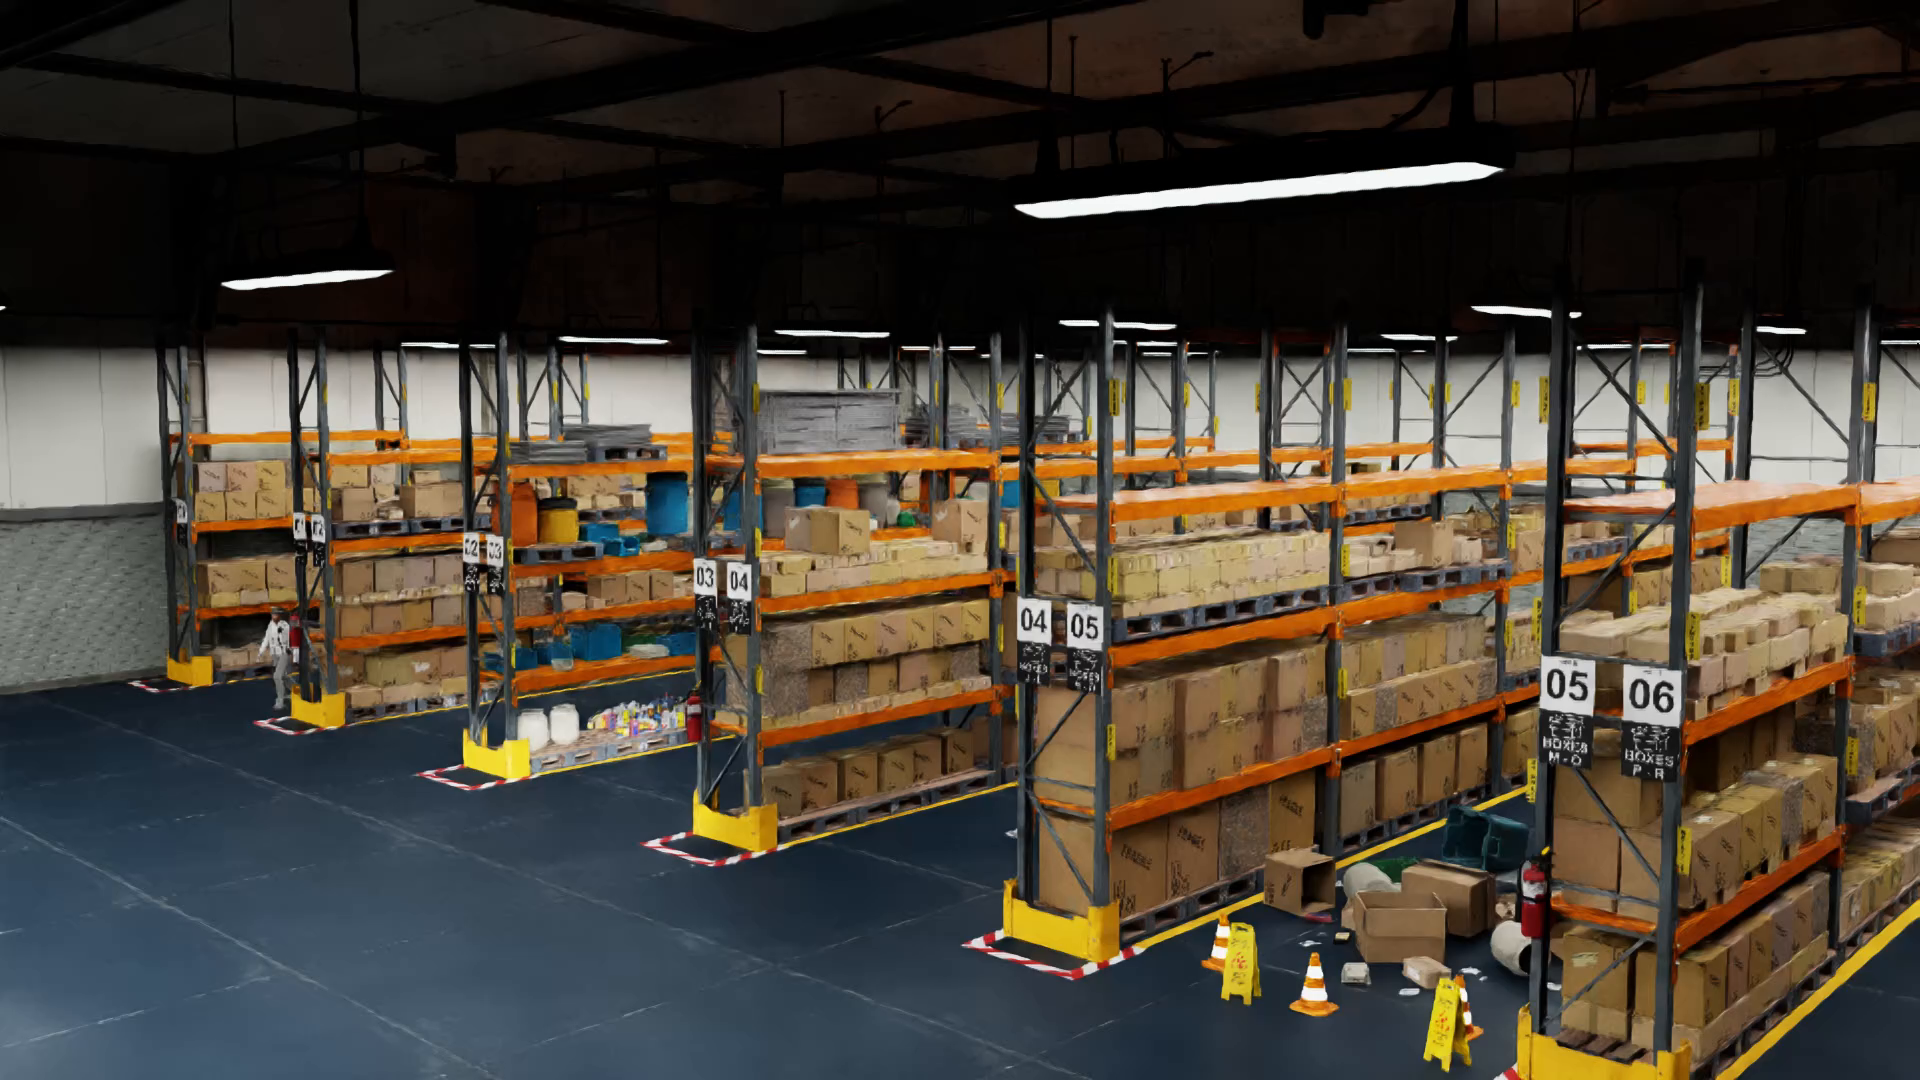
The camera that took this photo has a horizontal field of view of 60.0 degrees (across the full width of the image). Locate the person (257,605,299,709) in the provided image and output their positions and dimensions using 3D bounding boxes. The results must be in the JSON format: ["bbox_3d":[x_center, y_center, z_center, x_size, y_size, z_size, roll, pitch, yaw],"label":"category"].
[{"bbox_3d":[-10.865,1.833,26.698,0.560,1.639,0.845,2,6,25],"label":"person"}]

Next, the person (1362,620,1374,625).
[{"bbox_3d":[6.007,2.028,24.283,0.555,1.725,1.029,5,7,42],"label":"person"}]

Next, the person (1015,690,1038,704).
[{"bbox_3d":[1.114,1.800,26.723,0.702,1.735,0.549,5,7,42],"label":"person"}]

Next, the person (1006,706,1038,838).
[{"bbox_3d":[0.981,2.623,18.893,0.962,1.517,0.407,-4,7,-38],"label":"person"}]
